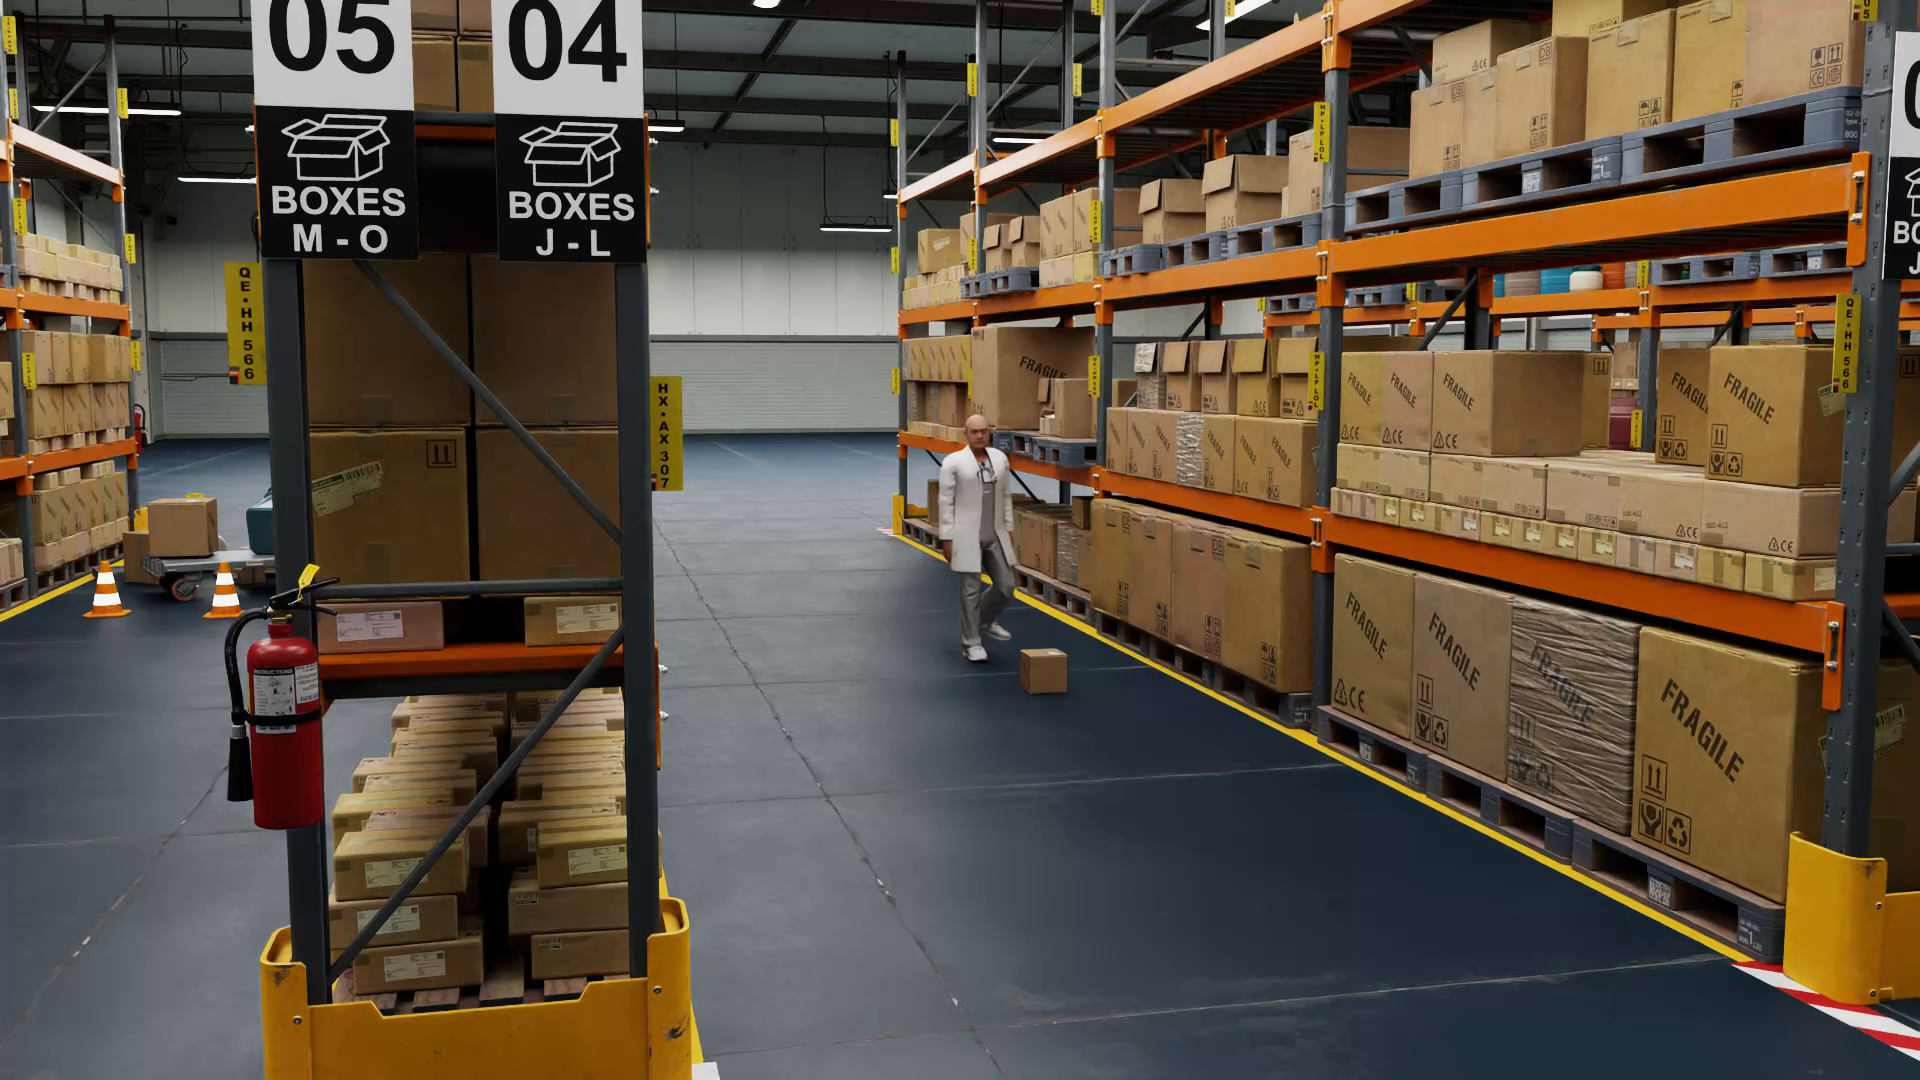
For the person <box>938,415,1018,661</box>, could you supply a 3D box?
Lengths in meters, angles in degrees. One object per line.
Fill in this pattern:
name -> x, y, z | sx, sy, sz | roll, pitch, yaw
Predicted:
person -> 0.120, -0.025, 12.077 | 0.656, 1.774, 0.600 | -3, 7, -26
